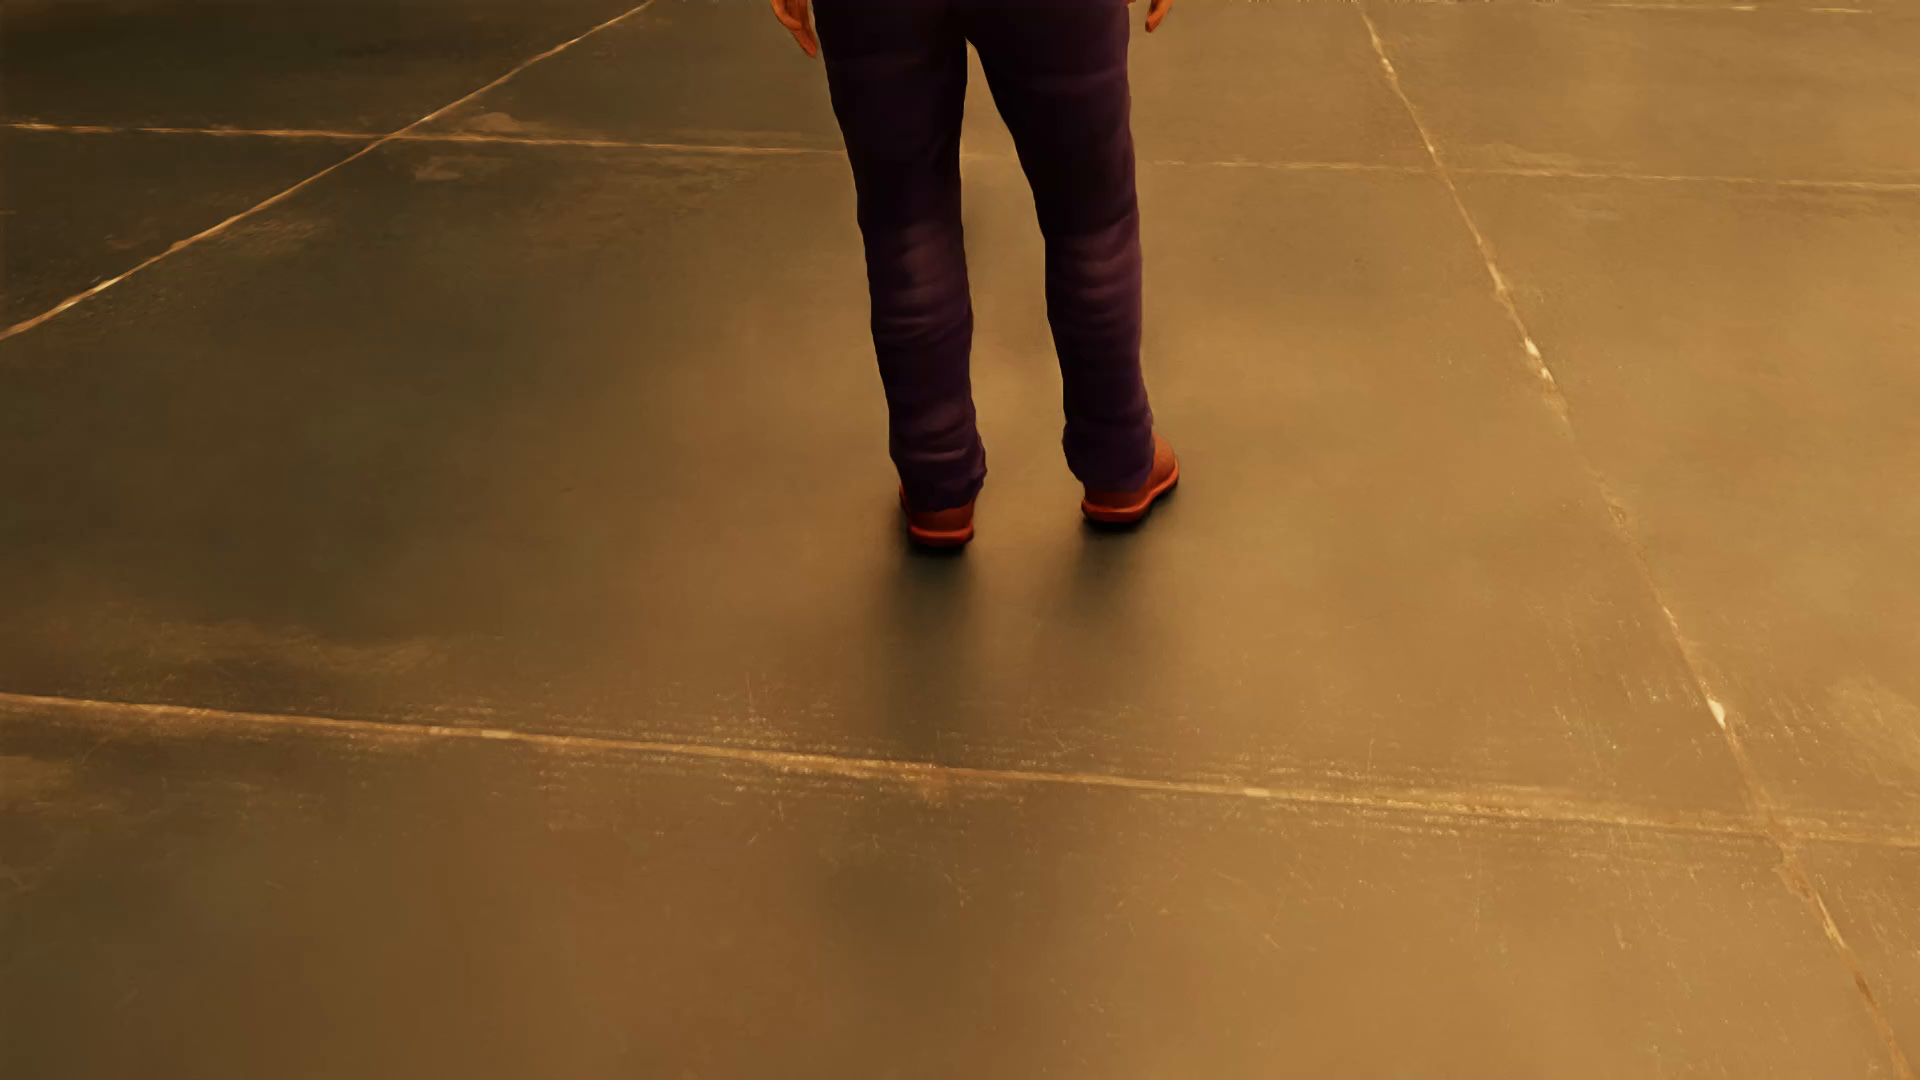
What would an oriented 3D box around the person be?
[{"bbox_3d":[0.034,-0.782,2.206,0.599,1.650,0.502,3,27,7],"label":"person"}]
